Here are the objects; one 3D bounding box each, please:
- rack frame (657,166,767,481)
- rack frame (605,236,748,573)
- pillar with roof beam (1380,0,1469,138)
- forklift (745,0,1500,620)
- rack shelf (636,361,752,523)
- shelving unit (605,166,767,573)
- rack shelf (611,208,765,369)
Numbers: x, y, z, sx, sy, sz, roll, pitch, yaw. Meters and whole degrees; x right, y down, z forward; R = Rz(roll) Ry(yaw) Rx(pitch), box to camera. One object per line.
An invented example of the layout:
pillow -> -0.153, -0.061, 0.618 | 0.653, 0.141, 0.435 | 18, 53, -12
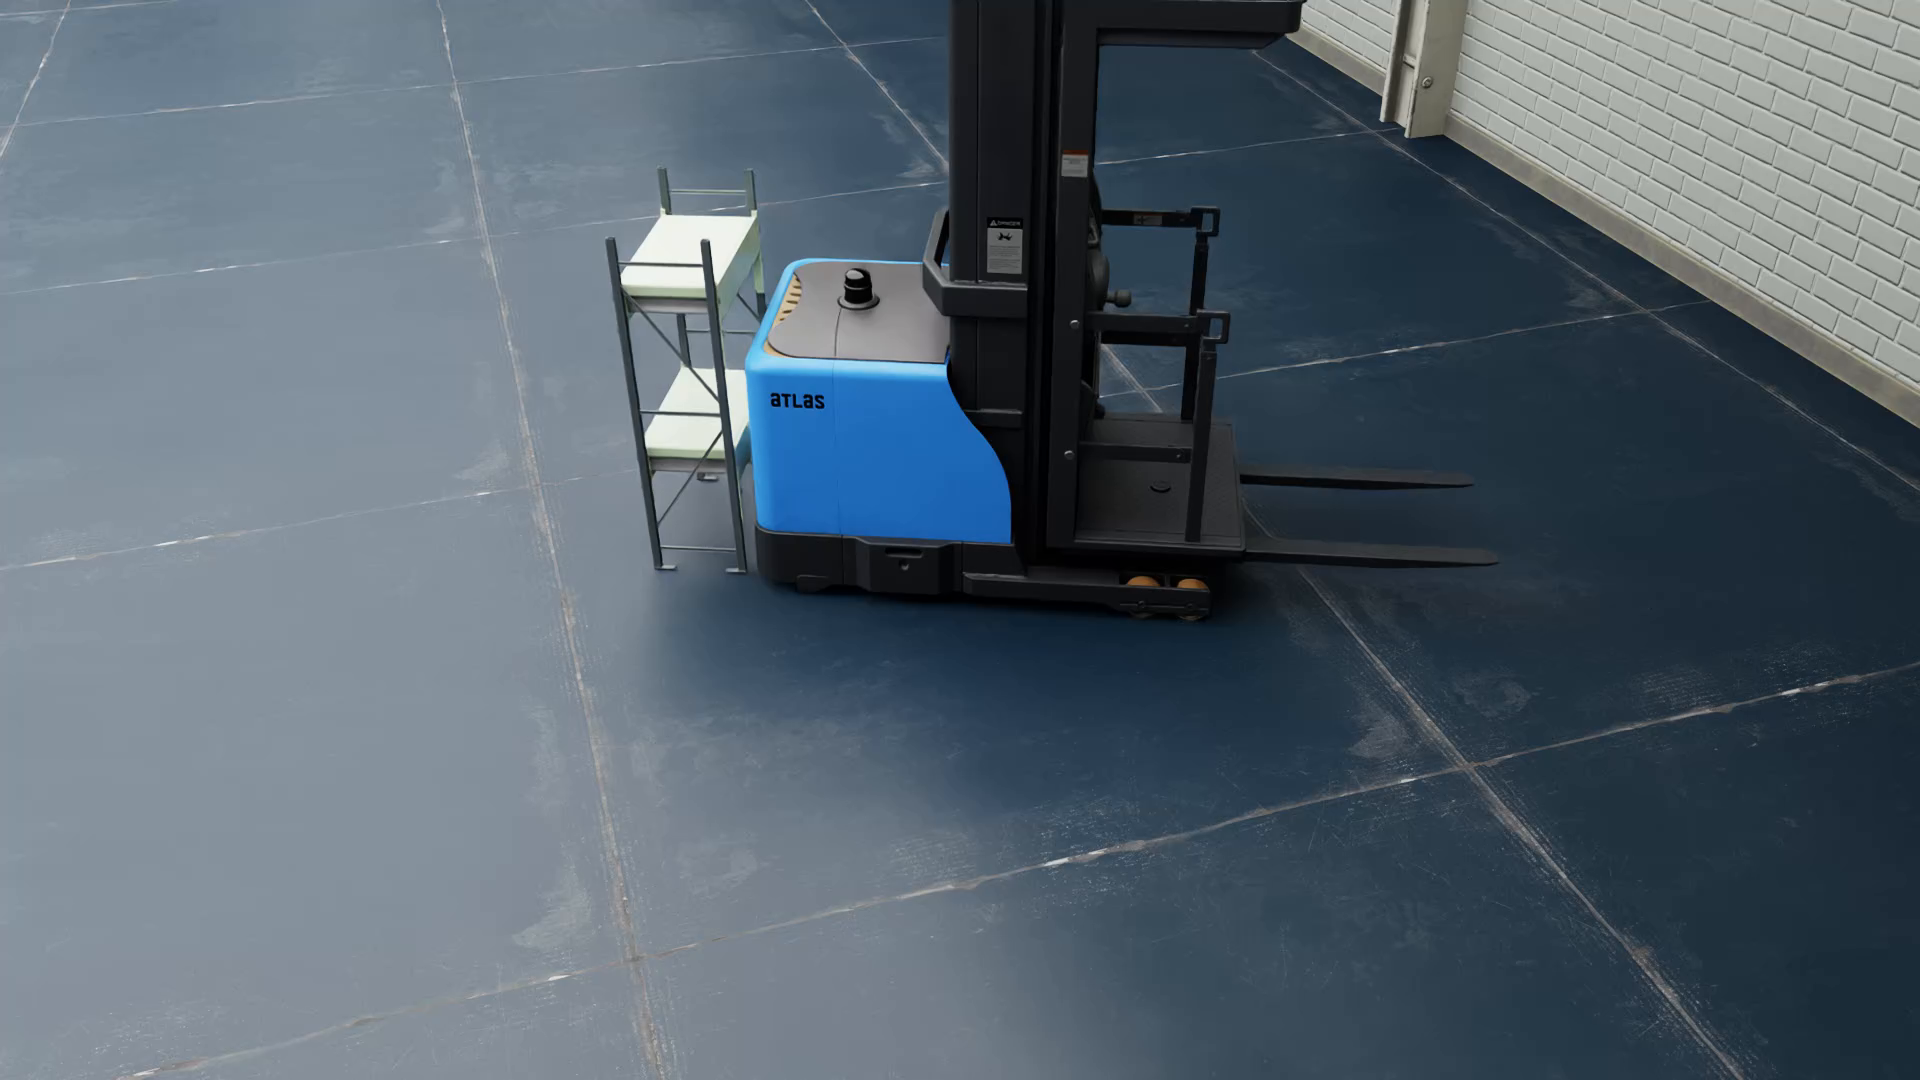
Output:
rack frame -> -1.031, -0.901, 7.244 | 0.400, 1.500, 0.023 | 3, 34, 6
rack frame -> -1.116, -0.501, 6.637 | 0.400, 1.500, 0.023 | 3, 34, 6
pillar with roof beam -> -0.934, -5.921, 8.047 | 9.100, 9.000, 0.400 | -10, 35, -15
forklift -> 0.702, -1.206, 6.416 | 3.031, 2.935, 1.130 | 3, 34, 4
rack shelf -> -1.066, -0.429, 7.120 | 0.431, 0.370, 0.720 | 3, 34, 6
shelving unit -> -1.074, -0.701, 6.941 | 0.431, 1.500, 0.755 | 3, 34, 6
rack shelf -> -1.083, -1.027, 6.727 | 0.431, 0.370, 0.720 | 3, 34, 6
